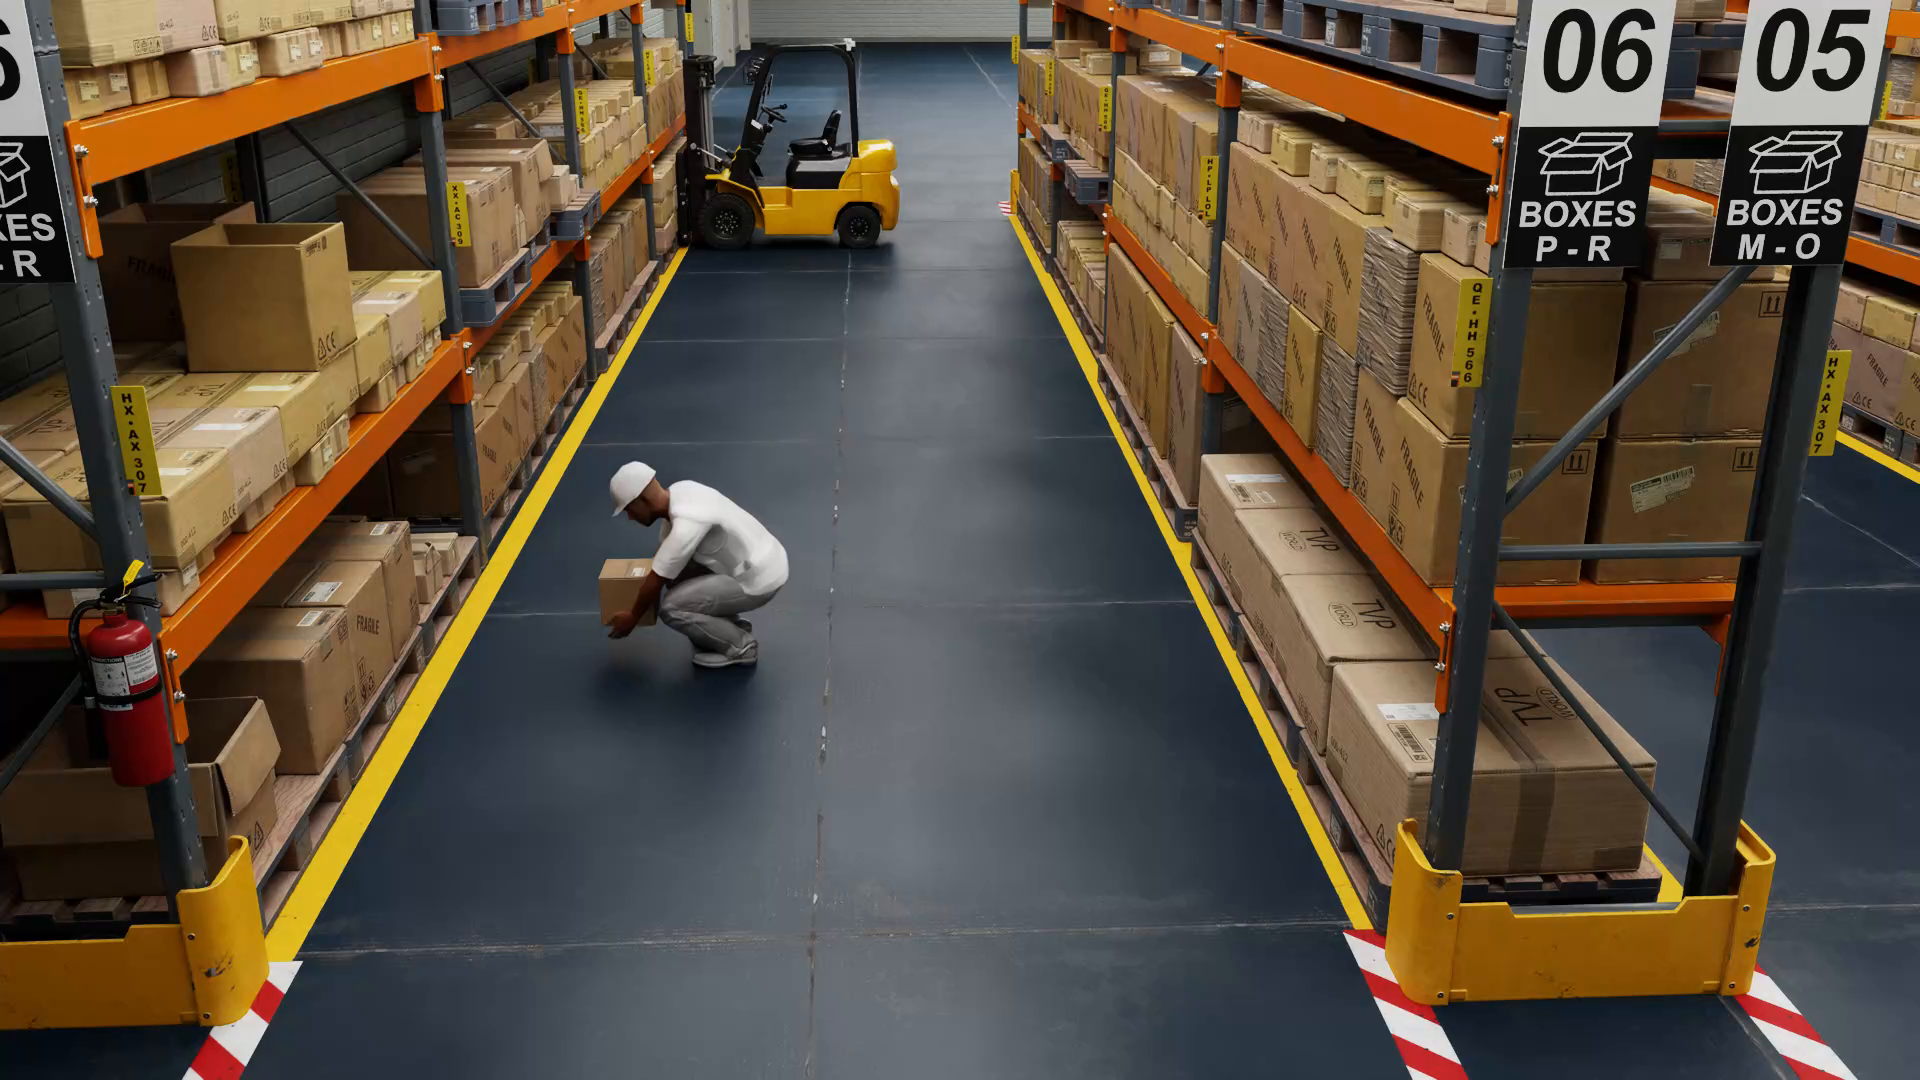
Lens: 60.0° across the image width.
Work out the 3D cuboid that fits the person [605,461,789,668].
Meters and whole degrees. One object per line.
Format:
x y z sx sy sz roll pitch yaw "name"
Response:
-1.254 0.092 7.910 0.867 1.001 0.592 -1 20 -3 "person"
